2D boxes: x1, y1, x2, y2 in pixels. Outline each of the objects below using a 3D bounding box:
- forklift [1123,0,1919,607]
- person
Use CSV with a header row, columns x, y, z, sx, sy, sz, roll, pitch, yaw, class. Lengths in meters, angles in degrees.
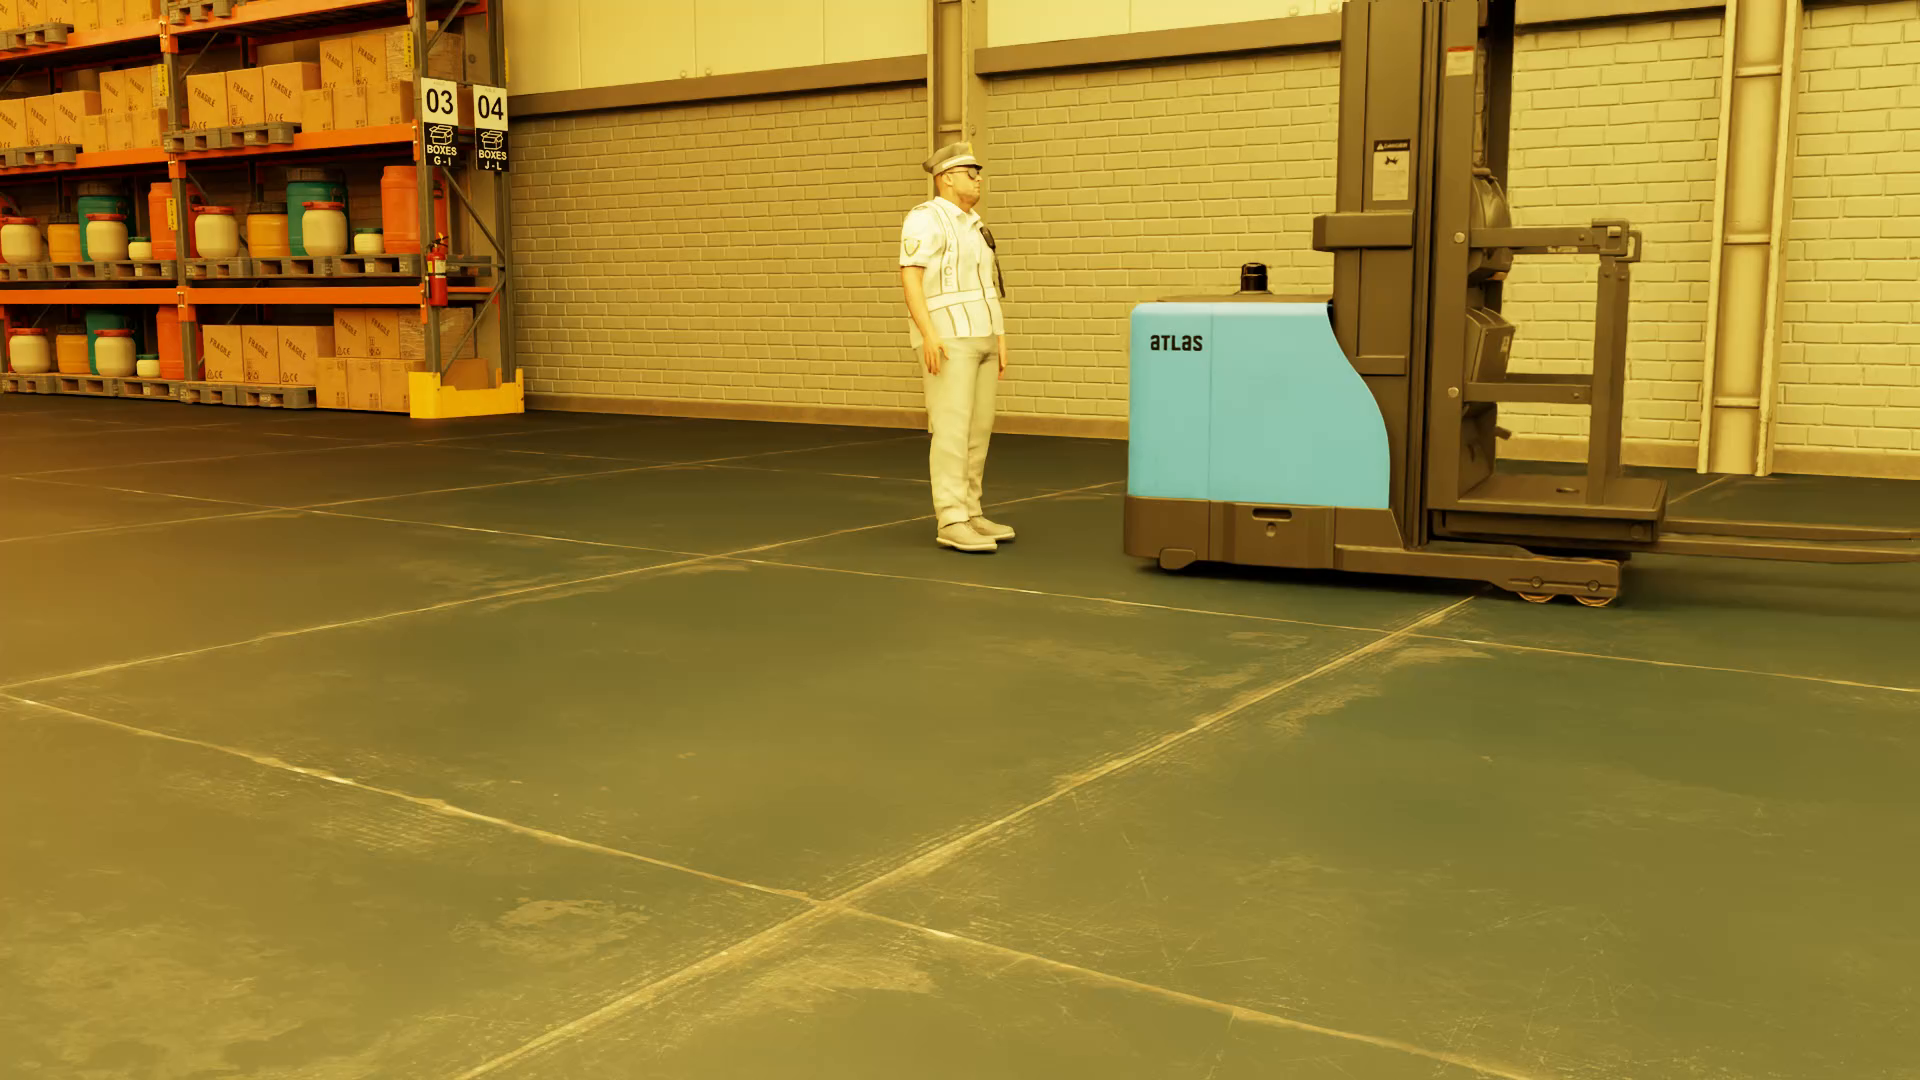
x,y,z,sx,sy,sz,roll,pitch,yaw,class
2.221,-1.297,6.315,3.031,2.935,1.130,4,9,24,forklift
0.058,-0.882,7.424,0.575,1.781,0.640,5,10,34,person
